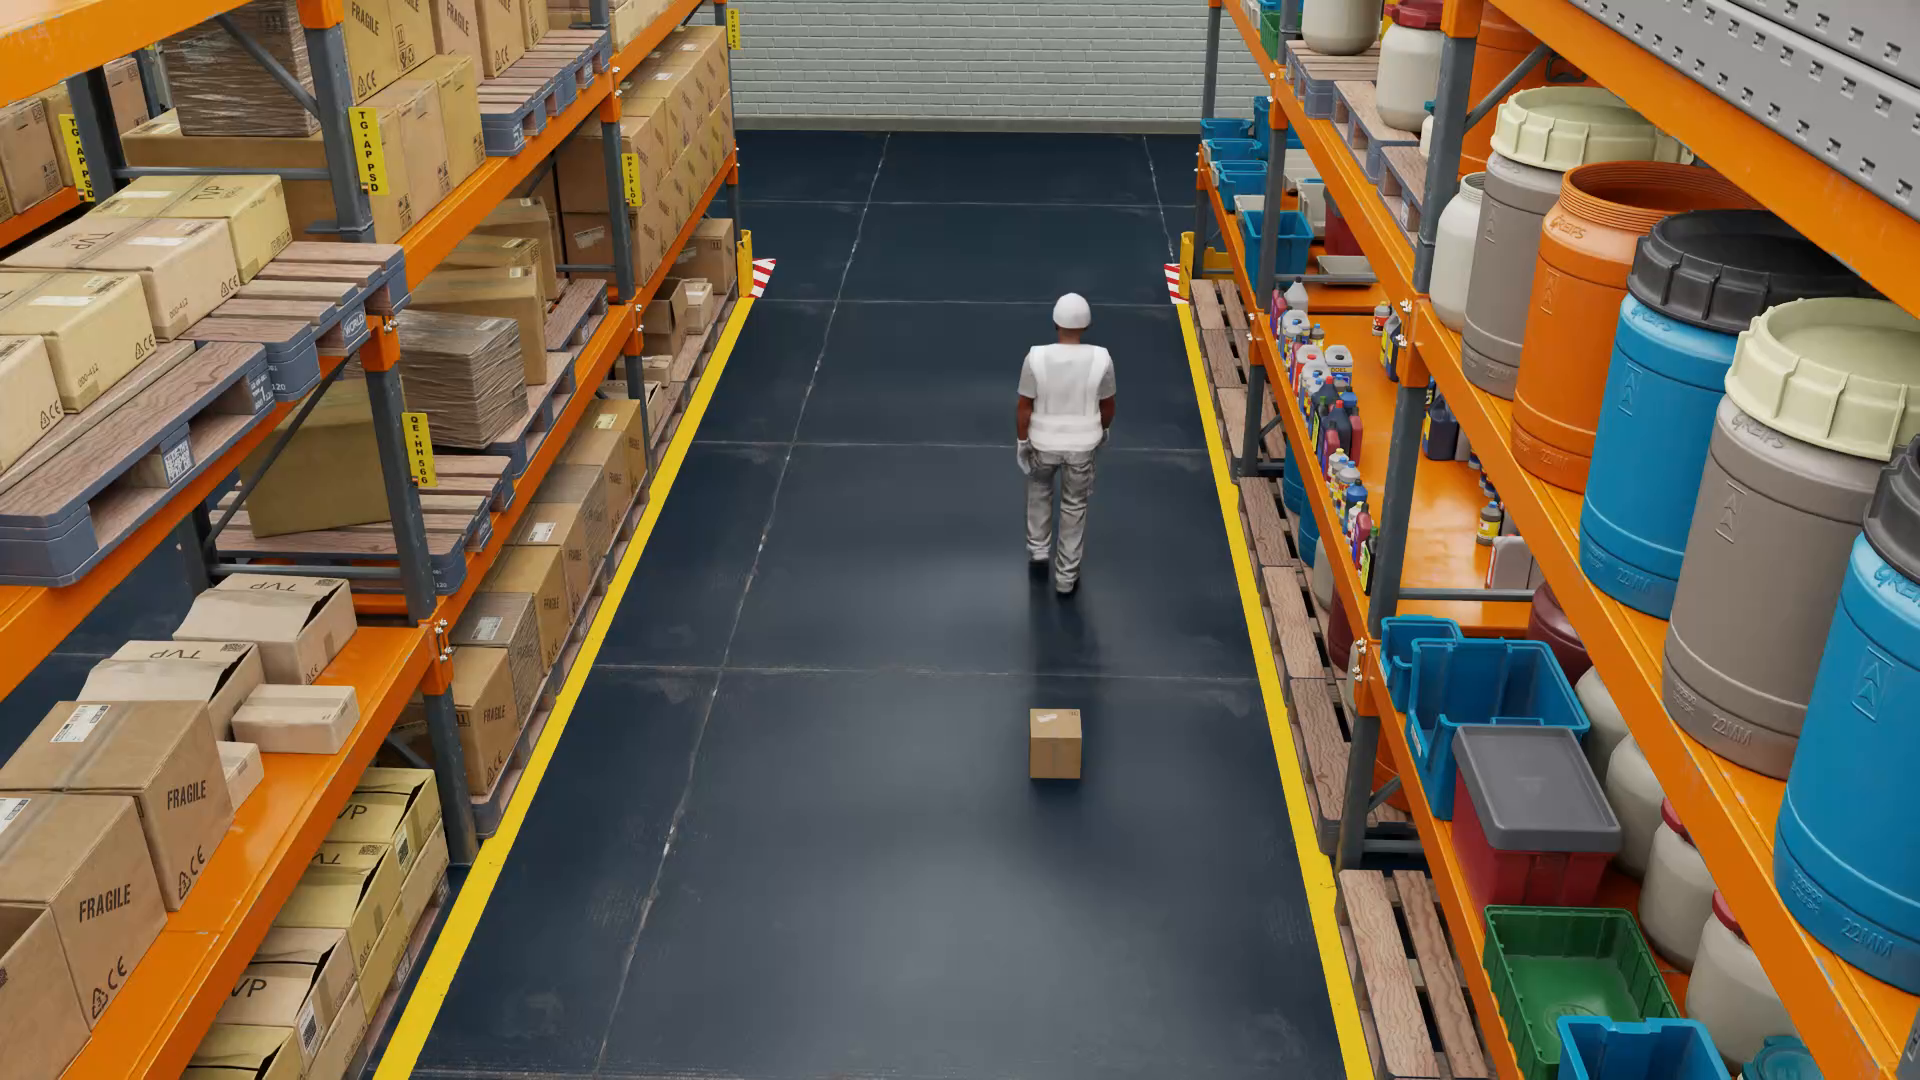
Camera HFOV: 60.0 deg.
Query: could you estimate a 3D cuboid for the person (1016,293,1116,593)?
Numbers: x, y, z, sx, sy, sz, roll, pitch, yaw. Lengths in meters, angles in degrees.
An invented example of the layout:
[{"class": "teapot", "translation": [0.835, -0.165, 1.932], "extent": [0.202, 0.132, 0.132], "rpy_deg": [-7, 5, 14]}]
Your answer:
[{"class": "person", "translation": [0.613, -0.559, 9.679], "extent": [0.564, 1.842, 0.562], "rpy_deg": [3, 28, 5]}]
